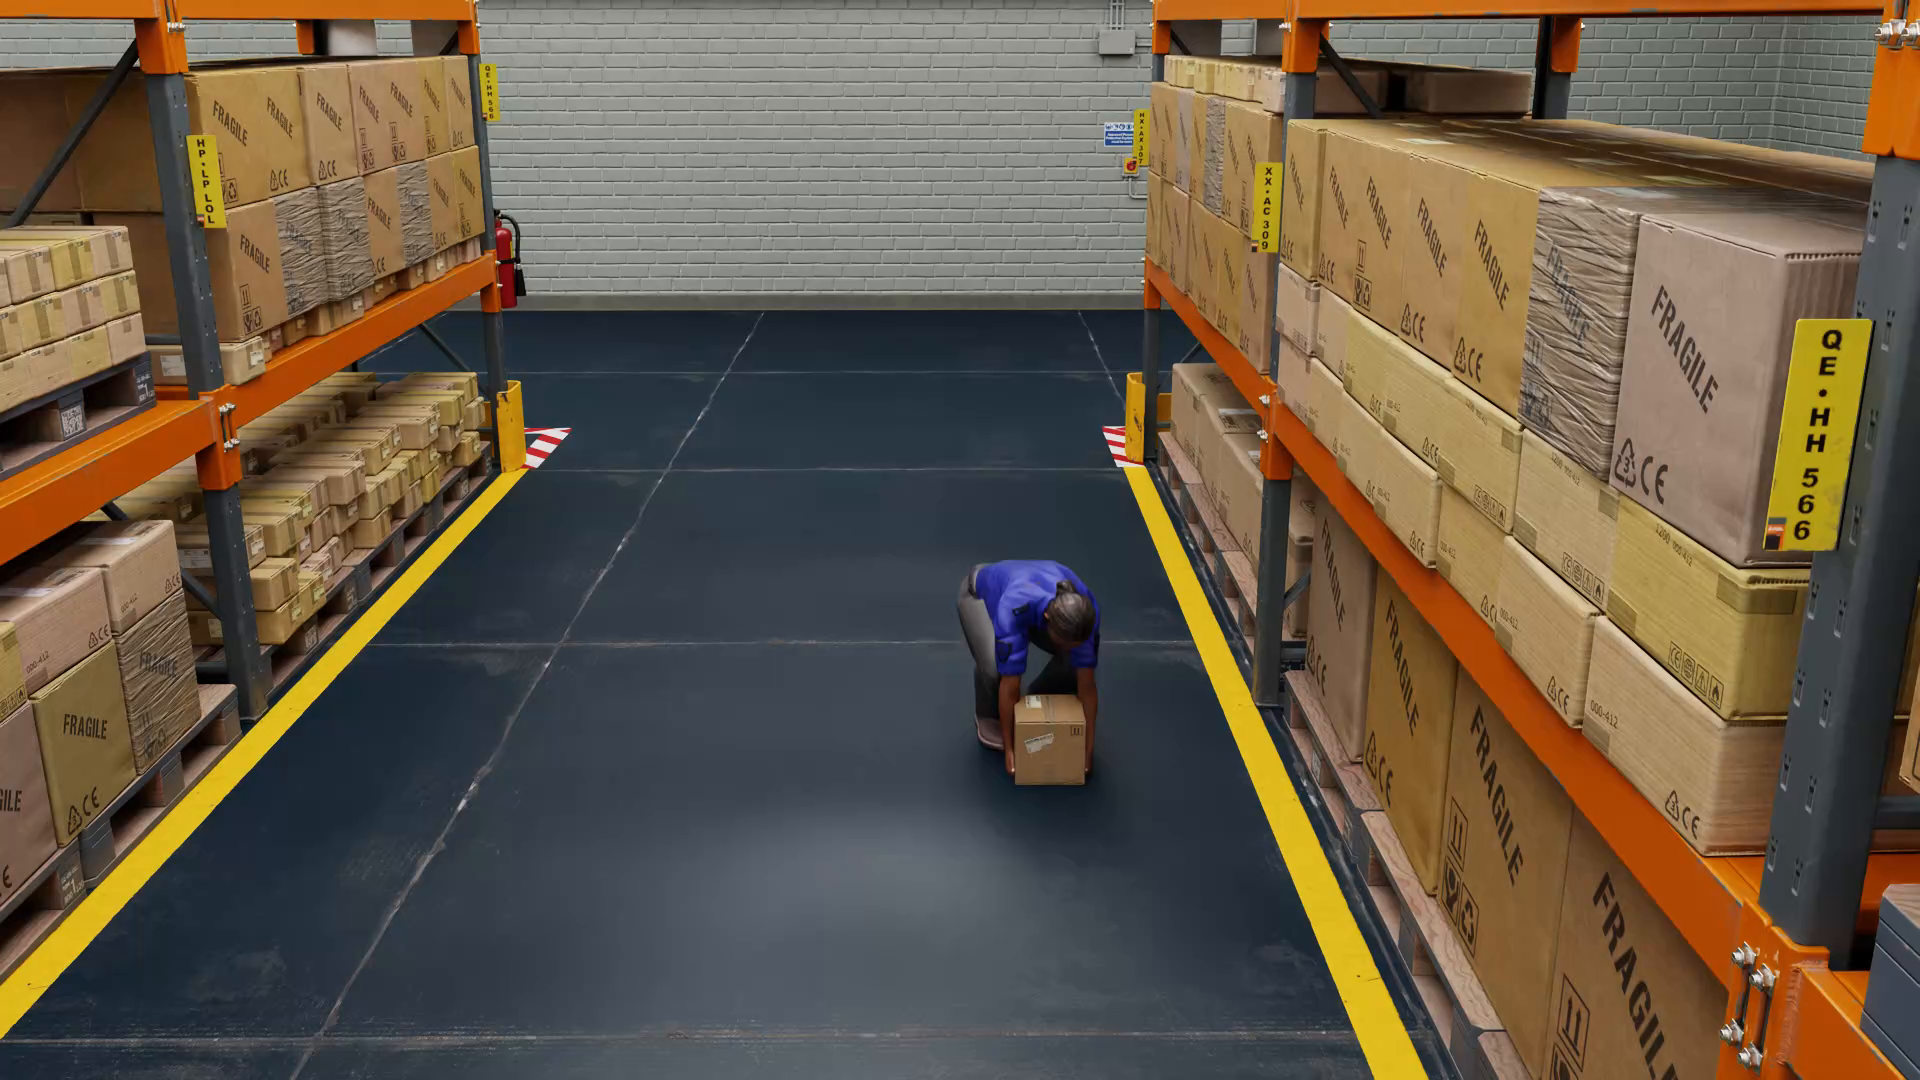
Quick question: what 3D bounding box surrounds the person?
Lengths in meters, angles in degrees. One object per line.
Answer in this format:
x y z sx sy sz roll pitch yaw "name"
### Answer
0.270 0.434 6.233 0.451 0.757 0.861 -5 18 -15 "person"
